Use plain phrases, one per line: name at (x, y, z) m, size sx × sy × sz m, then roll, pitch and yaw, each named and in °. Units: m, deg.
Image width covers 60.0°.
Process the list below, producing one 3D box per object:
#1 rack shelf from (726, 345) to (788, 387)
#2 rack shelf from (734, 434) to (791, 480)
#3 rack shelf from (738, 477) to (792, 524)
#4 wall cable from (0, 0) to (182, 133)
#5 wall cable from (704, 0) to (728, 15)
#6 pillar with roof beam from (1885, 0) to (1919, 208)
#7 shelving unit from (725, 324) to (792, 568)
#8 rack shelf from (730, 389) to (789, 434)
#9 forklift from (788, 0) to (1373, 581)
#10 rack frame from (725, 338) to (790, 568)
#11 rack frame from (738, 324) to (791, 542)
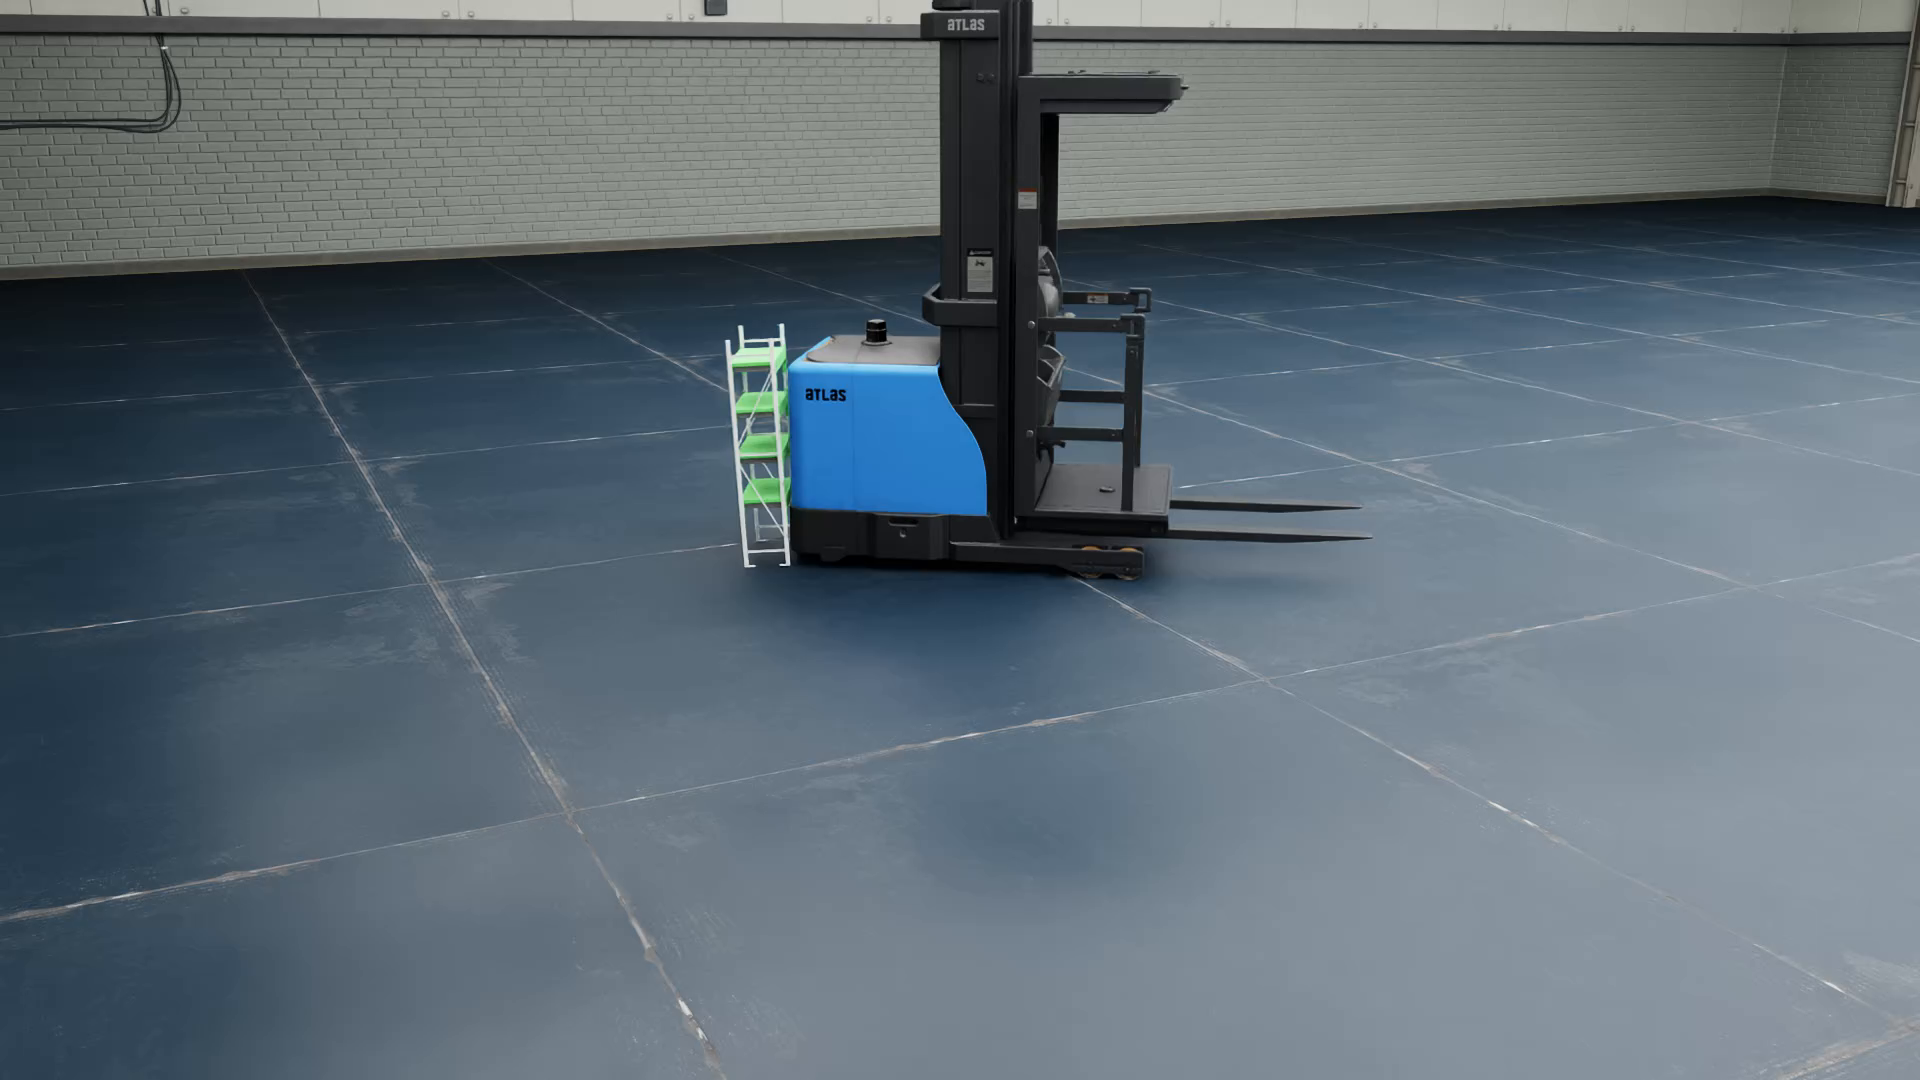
rack shelf at (-1.057, -0.905, 8.702) m, size 0.258 × 0.148 × 0.480 m, roll -2°, pitch 16°, yaw 1°
rack shelf at (-1.035, -0.444, 8.834) m, size 0.258 × 0.148 × 0.480 m, roll -2°, pitch 16°, yaw 1°
rack shelf at (-1.024, -0.214, 8.900) m, size 0.258 × 0.148 × 0.480 m, roll -2°, pitch 16°, yaw 1°
wall cable at (-11.043, -6.078, 19.745) m, size 3.097 × 2.526 × 0.112 m, roll -8°, pitch 18°, yaw -25°
wall cable at (-2.502, -10.348, 22.832) m, size 2.305 × 6.003 × 0.169 m, roll -8°, pitch 18°, yaw -25°
pillar with roof beam at (13.506, -9.966, 27.666) m, size 9.100 × 9.000 × 0.400 m, roll -8°, pitch 18°, yaw -25°
shelving unit at (-1.038, -0.506, 8.816) m, size 0.258 × 1.200 × 0.503 m, roll -2°, pitch 16°, yaw 1°
rack shelf at (-1.046, -0.675, 8.768) m, size 0.258 × 0.148 × 0.480 m, roll -2°, pitch 16°, yaw 1°
forklift at (0.658, -1.358, 8.669) m, size 3.031 × 2.935 × 1.130 m, roll 2°, pitch 16°, yaw 8°
rack frame at (-1.040, -0.439, 8.582) m, size 0.240 × 1.200 × 0.015 m, roll -2°, pitch 16°, yaw 1°
rack frame at (-1.036, -0.573, 9.051) m, size 0.240 × 1.200 × 0.015 m, roll -2°, pitch 16°, yaw 1°
